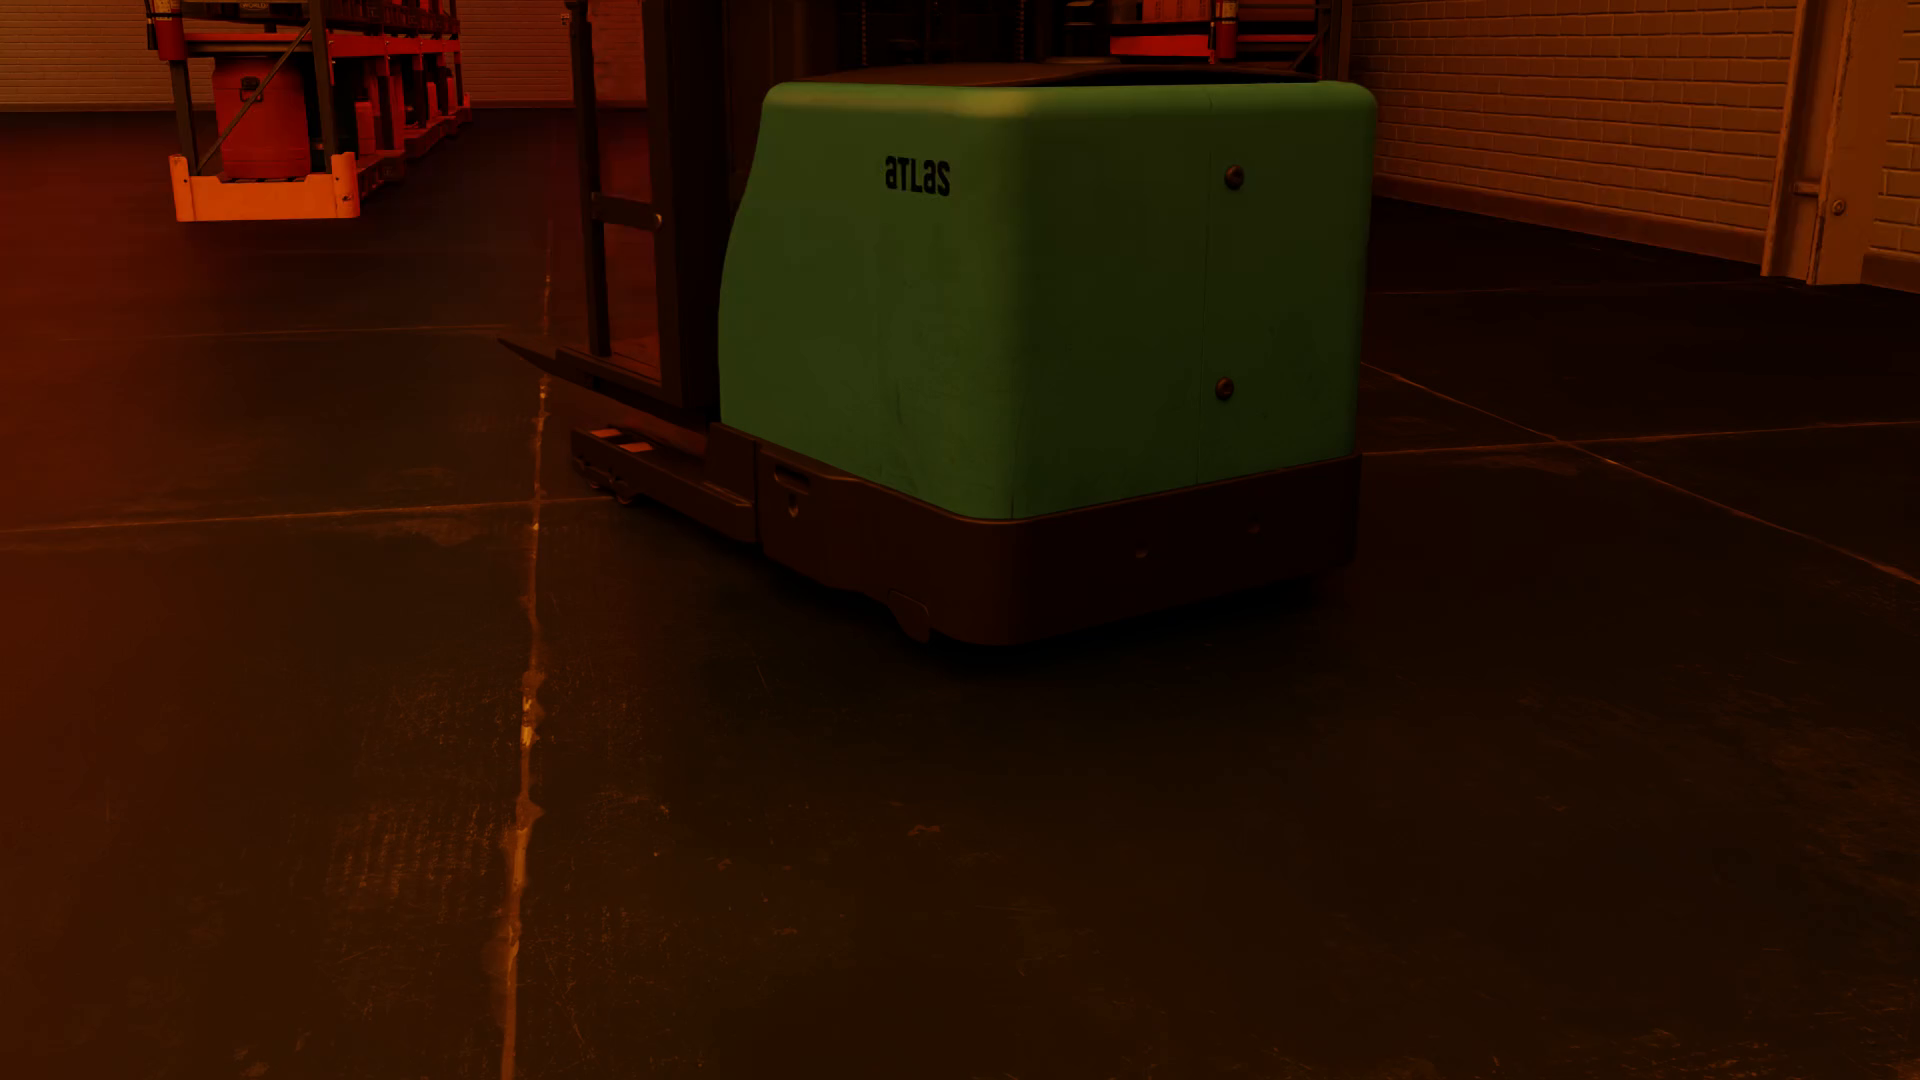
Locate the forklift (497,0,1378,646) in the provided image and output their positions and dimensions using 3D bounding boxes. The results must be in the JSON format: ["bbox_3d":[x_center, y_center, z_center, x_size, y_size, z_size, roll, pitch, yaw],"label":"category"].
[{"bbox_3d":[-0.391,-1.565,4.136,1.130,2.935,3.031,-11,20,-33],"label":"forklift"}]
